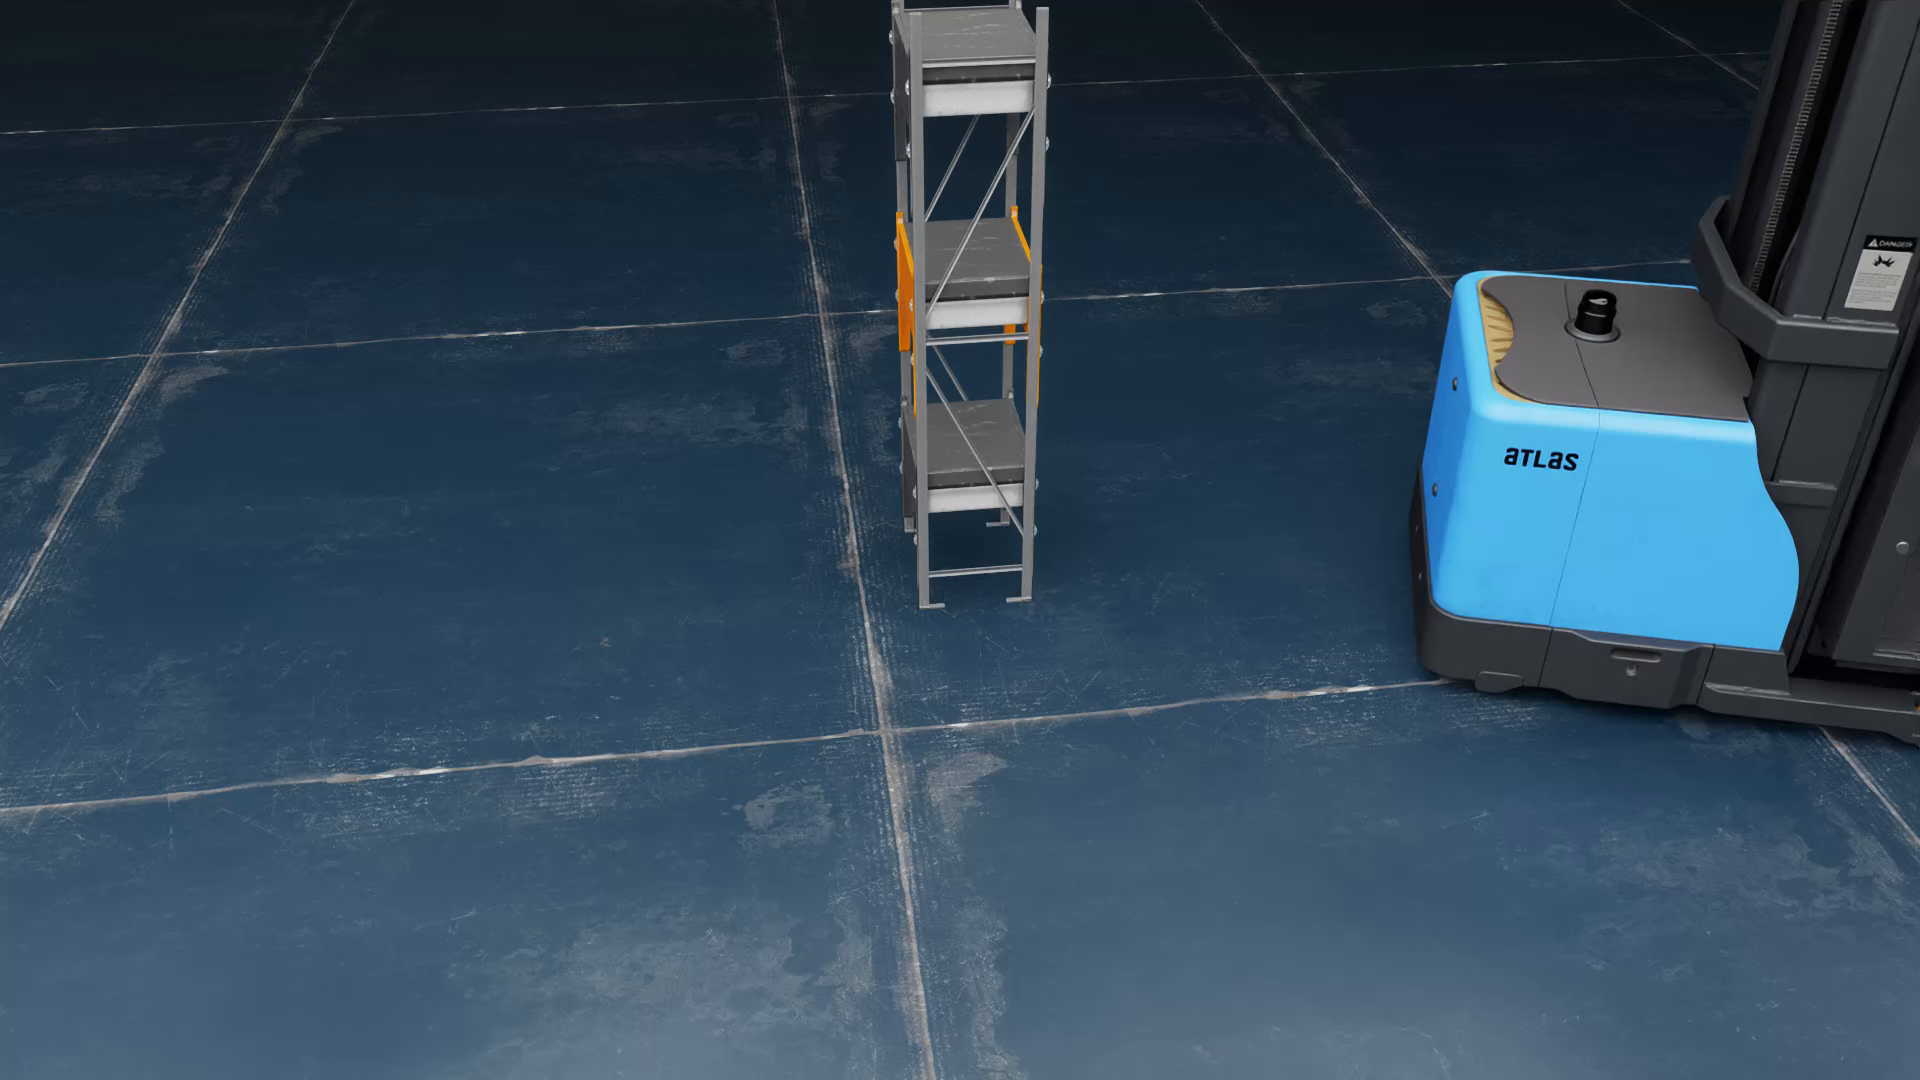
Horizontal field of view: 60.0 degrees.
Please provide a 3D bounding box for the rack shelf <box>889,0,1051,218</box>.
[{"bbox_3d":[0.022,-1.342,5.137,0.431,0.518,0.480,-4,35,-6],"label":"rack shelf"}]

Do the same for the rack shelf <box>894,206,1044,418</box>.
[{"bbox_3d":[0.022,-0.764,5.531,0.431,0.518,0.480,-4,35,-6],"label":"rack shelf"}]

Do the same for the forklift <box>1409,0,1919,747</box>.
[{"bbox_3d":[3.096,-0.843,4.885,3.031,2.935,1.130,6,35,9],"label":"forklift"}]

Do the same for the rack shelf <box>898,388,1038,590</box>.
[{"bbox_3d":[0.022,-0.186,5.925,0.431,0.518,0.480,-4,35,-6],"label":"rack shelf"}]

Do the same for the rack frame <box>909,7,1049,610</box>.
[{"bbox_3d":[0.055,-0.639,5.323,0.400,2.100,0.015,-4,35,-6],"label":"rack frame"}]

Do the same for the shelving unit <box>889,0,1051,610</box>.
[{"bbox_3d":[0.022,-0.775,5.523,0.431,2.100,0.503,-4,35,-6],"label":"shelving unit"}]

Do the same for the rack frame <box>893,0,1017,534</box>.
[{"bbox_3d":[-0.011,-0.911,5.723,0.400,2.100,0.015,-4,35,-6],"label":"rack frame"}]
